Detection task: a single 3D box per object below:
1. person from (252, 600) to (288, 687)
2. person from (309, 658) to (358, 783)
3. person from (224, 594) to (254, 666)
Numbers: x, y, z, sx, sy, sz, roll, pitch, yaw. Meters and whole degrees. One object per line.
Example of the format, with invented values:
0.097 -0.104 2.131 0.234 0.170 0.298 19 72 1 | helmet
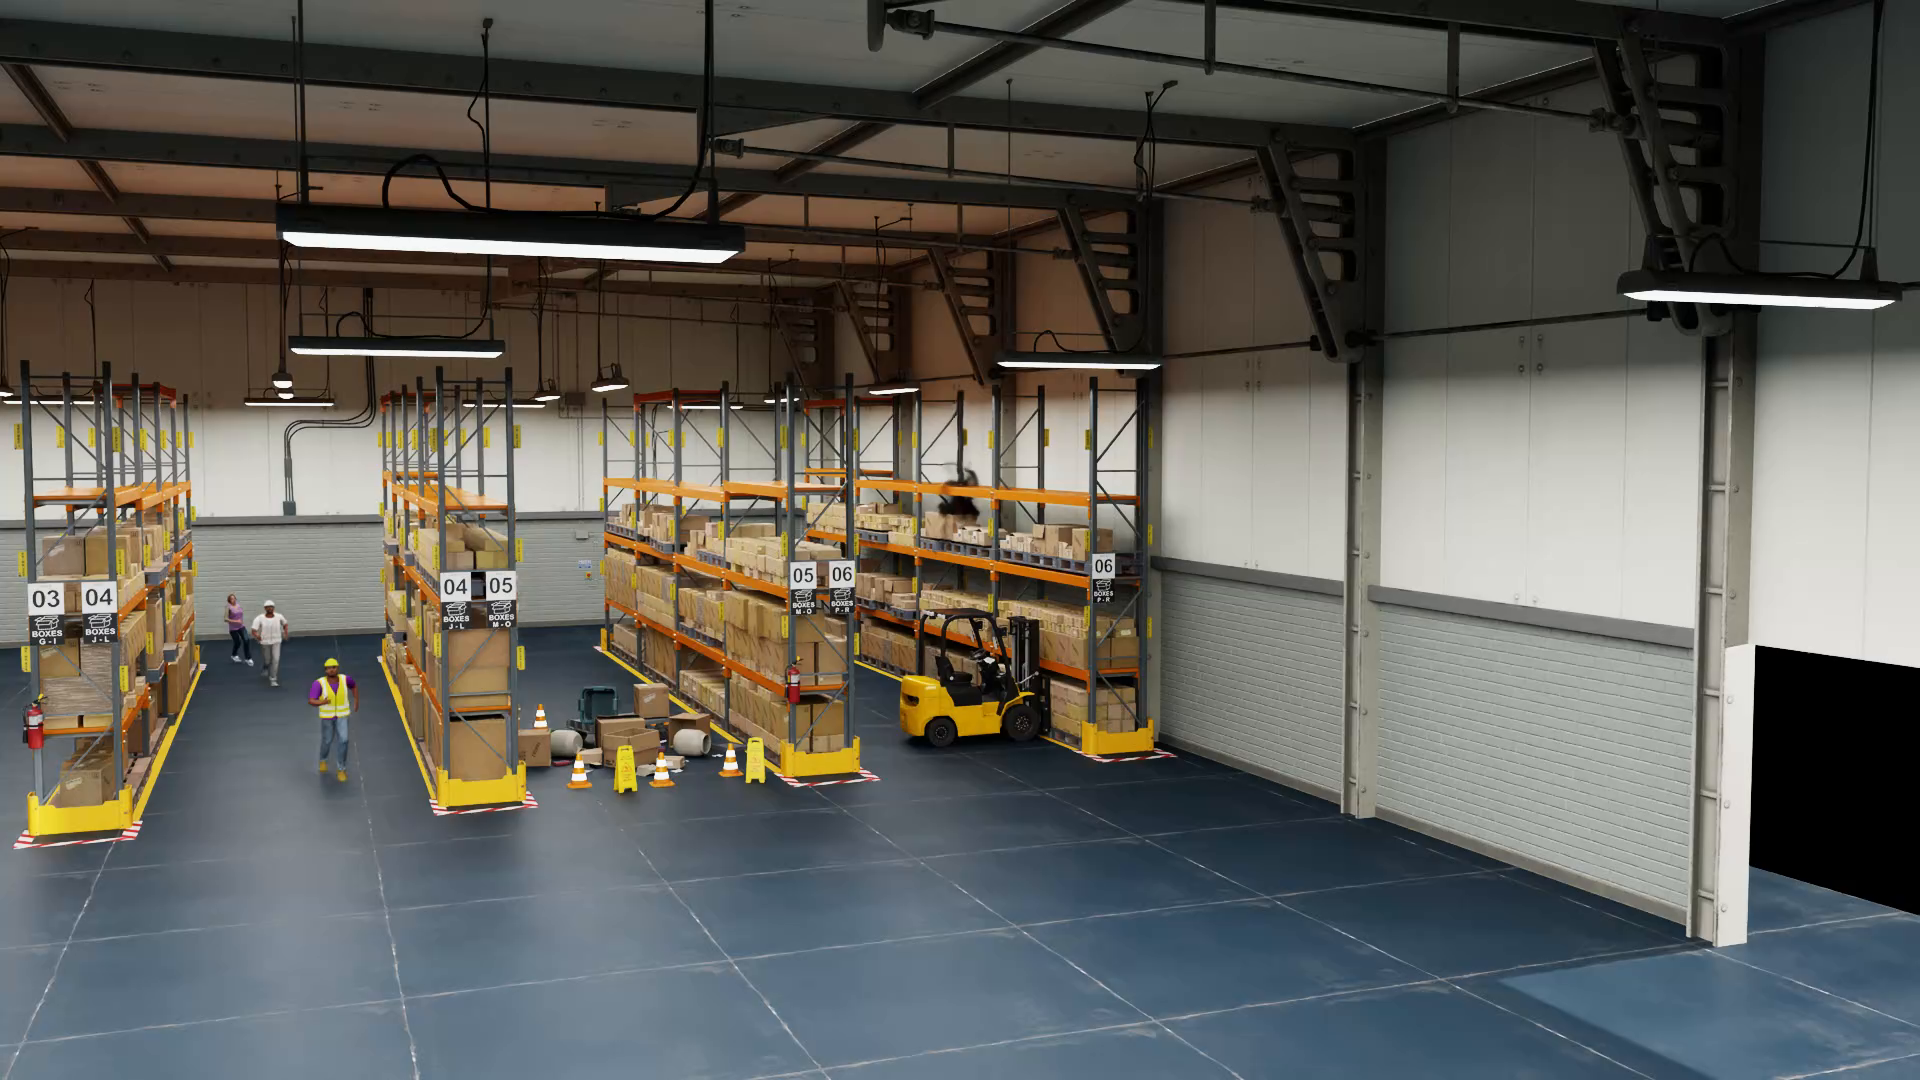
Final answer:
-14.061 2.099 33.946 0.713 1.736 0.897 -2 4 -30 | person
-9.262 2.644 24.612 0.710 1.820 0.906 -2 4 -27 | person
-16.031 1.985 36.845 0.818 1.584 0.560 3 4 37 | person
